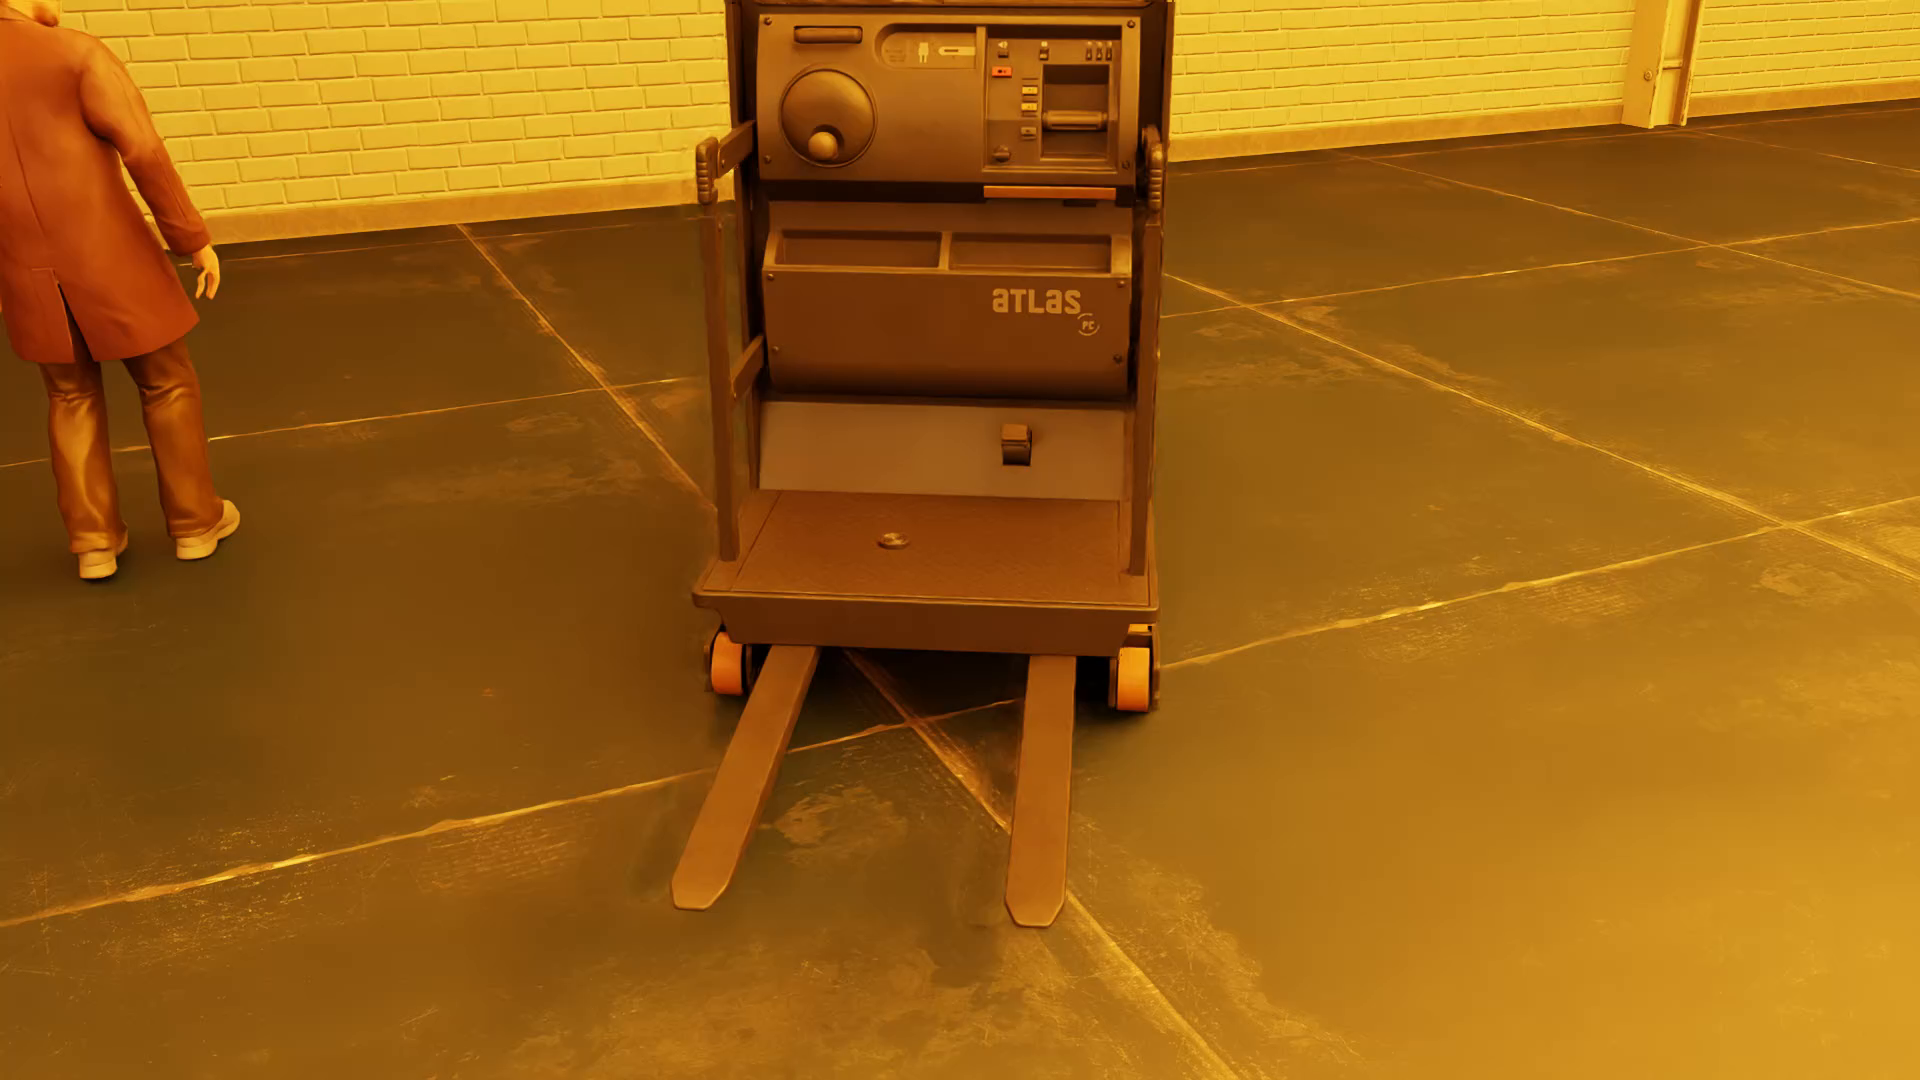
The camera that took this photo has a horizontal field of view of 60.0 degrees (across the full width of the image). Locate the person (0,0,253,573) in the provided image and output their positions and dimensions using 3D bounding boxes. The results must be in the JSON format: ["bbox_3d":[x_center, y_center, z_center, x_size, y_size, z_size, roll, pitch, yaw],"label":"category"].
[{"bbox_3d":[-2.468,-0.774,4.660,0.645,1.772,0.430,-2,23,-5],"label":"person"}]

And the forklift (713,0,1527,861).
[{"bbox_3d":[0.244,-1.138,4.027,1.130,2.935,3.031,-9,24,-21],"label":"forklift"}]
